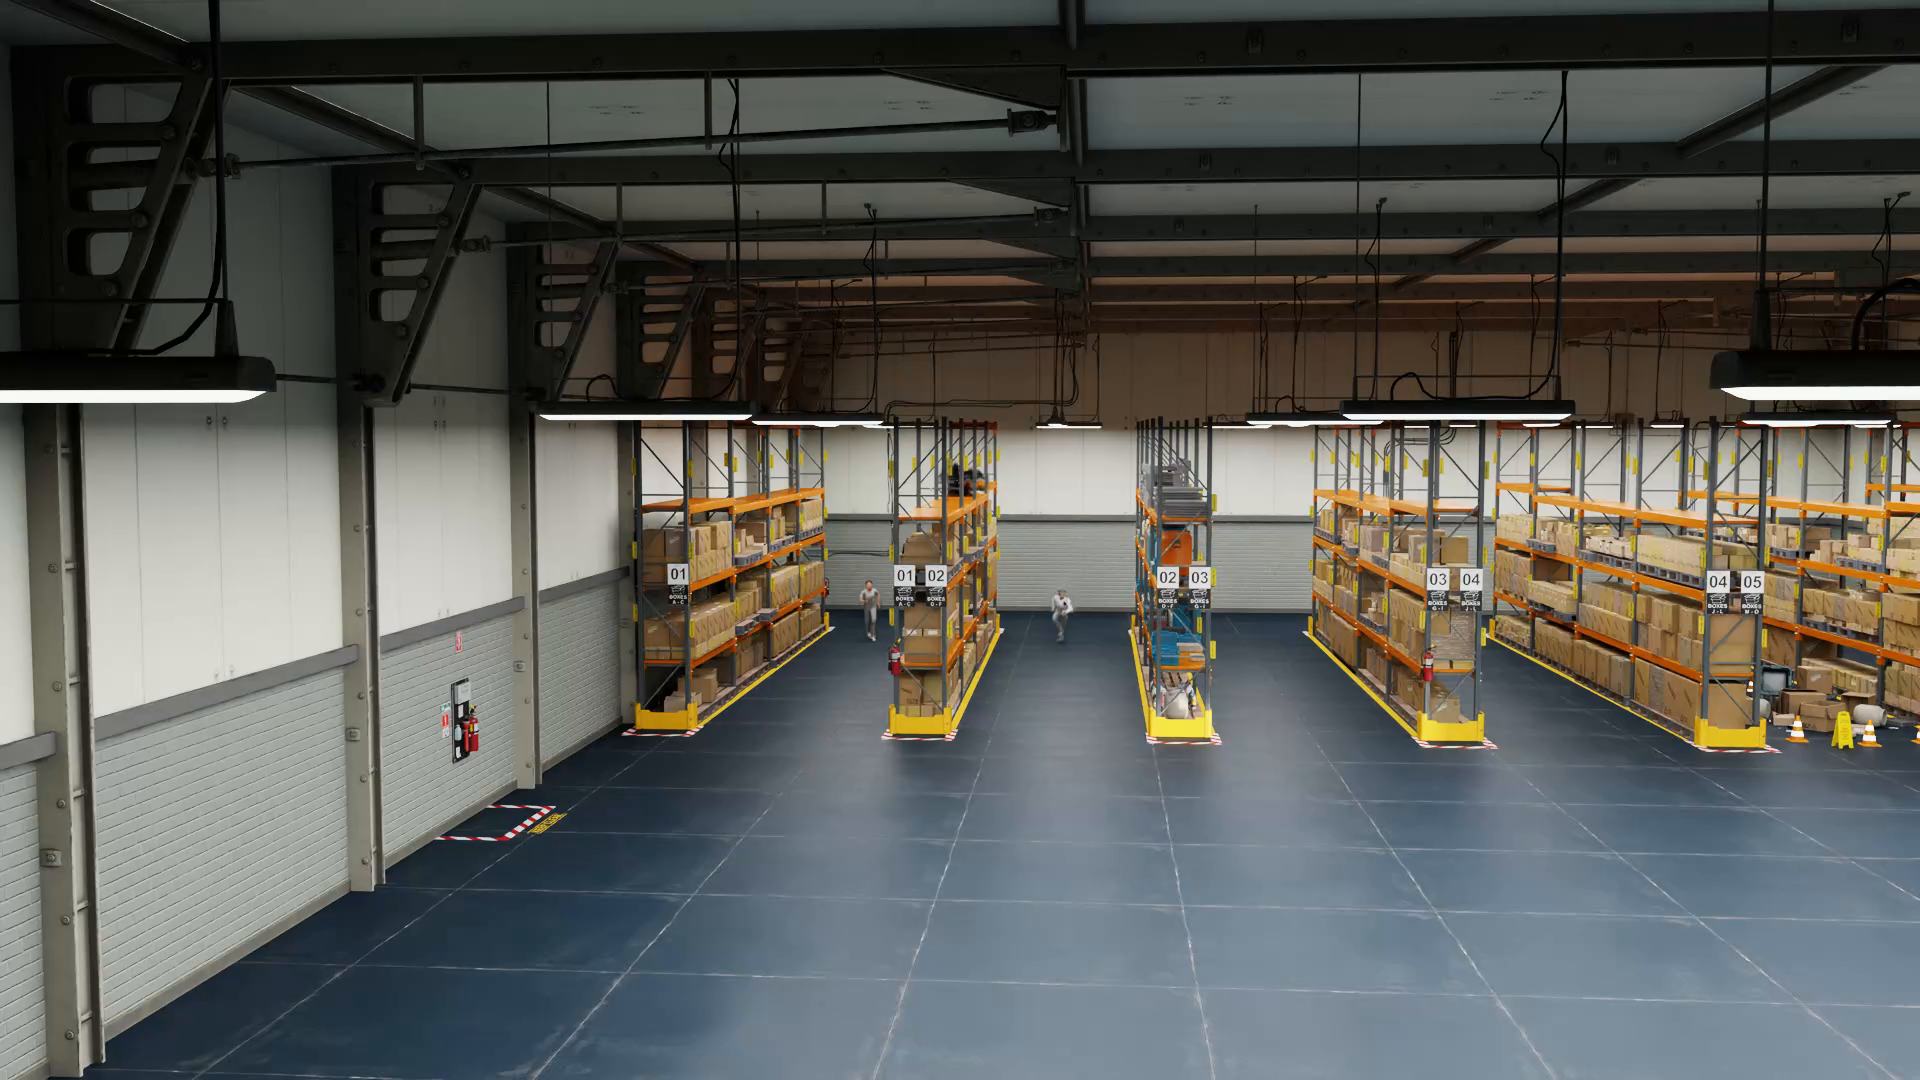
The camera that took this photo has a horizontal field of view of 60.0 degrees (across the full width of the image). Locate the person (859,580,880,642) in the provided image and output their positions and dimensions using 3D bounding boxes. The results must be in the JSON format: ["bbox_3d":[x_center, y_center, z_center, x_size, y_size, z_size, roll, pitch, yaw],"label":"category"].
[{"bbox_3d":[-2.483,1.920,45.683,0.579,1.659,0.943,0,4,-5],"label":"person"}]

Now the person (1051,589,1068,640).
[{"bbox_3d":[2.708,2.018,44.895,0.517,1.462,1.045,1,4,11],"label":"person"}]
